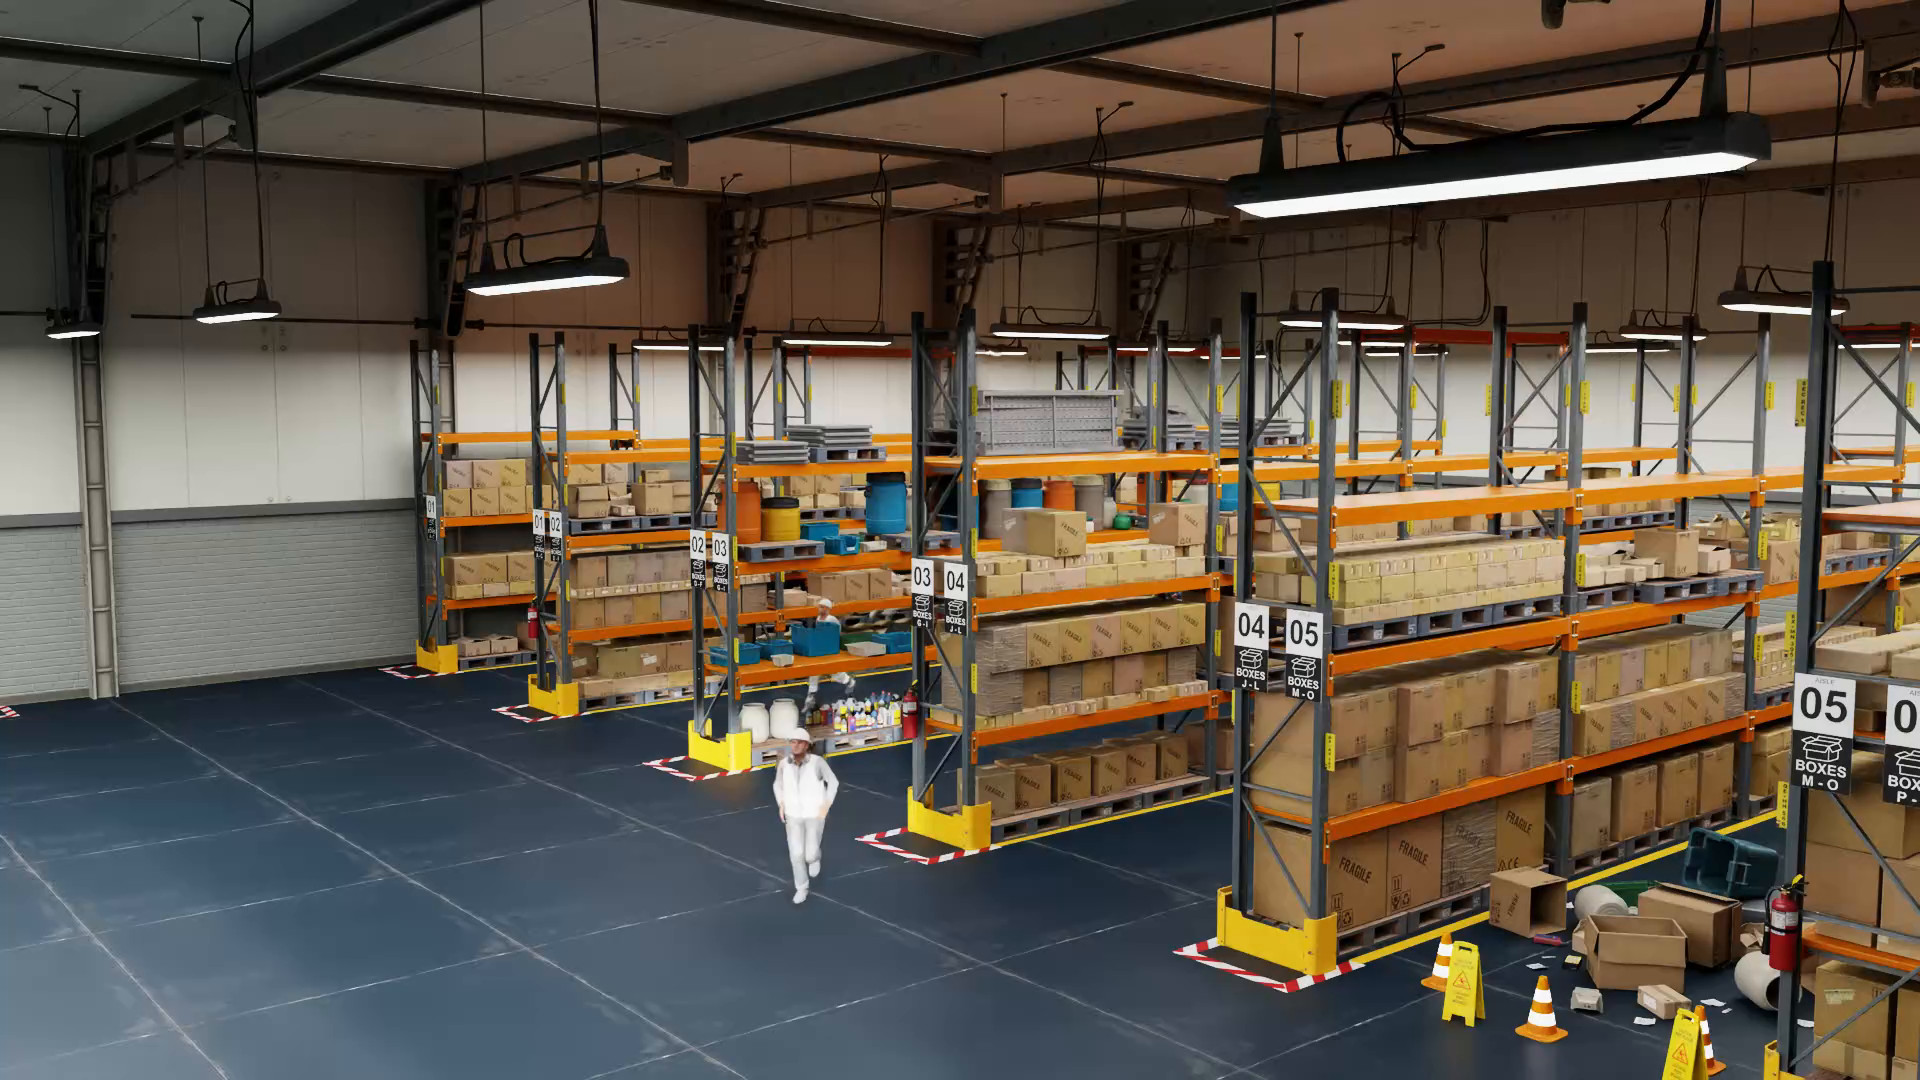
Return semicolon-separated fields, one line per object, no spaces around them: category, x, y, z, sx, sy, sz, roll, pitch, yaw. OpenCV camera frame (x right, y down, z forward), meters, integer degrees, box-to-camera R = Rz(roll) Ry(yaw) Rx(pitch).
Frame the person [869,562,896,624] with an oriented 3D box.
person;-1.518;1.223;33.082;0.678;1.745;0.808;5;7;43

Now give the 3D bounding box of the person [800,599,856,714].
person;-2.097;1.828;26.625;0.626;1.801;1.150;4;7;40

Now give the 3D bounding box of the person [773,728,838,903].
person;-1.560;2.754;16.849;0.668;1.759;0.651;1;5;8
